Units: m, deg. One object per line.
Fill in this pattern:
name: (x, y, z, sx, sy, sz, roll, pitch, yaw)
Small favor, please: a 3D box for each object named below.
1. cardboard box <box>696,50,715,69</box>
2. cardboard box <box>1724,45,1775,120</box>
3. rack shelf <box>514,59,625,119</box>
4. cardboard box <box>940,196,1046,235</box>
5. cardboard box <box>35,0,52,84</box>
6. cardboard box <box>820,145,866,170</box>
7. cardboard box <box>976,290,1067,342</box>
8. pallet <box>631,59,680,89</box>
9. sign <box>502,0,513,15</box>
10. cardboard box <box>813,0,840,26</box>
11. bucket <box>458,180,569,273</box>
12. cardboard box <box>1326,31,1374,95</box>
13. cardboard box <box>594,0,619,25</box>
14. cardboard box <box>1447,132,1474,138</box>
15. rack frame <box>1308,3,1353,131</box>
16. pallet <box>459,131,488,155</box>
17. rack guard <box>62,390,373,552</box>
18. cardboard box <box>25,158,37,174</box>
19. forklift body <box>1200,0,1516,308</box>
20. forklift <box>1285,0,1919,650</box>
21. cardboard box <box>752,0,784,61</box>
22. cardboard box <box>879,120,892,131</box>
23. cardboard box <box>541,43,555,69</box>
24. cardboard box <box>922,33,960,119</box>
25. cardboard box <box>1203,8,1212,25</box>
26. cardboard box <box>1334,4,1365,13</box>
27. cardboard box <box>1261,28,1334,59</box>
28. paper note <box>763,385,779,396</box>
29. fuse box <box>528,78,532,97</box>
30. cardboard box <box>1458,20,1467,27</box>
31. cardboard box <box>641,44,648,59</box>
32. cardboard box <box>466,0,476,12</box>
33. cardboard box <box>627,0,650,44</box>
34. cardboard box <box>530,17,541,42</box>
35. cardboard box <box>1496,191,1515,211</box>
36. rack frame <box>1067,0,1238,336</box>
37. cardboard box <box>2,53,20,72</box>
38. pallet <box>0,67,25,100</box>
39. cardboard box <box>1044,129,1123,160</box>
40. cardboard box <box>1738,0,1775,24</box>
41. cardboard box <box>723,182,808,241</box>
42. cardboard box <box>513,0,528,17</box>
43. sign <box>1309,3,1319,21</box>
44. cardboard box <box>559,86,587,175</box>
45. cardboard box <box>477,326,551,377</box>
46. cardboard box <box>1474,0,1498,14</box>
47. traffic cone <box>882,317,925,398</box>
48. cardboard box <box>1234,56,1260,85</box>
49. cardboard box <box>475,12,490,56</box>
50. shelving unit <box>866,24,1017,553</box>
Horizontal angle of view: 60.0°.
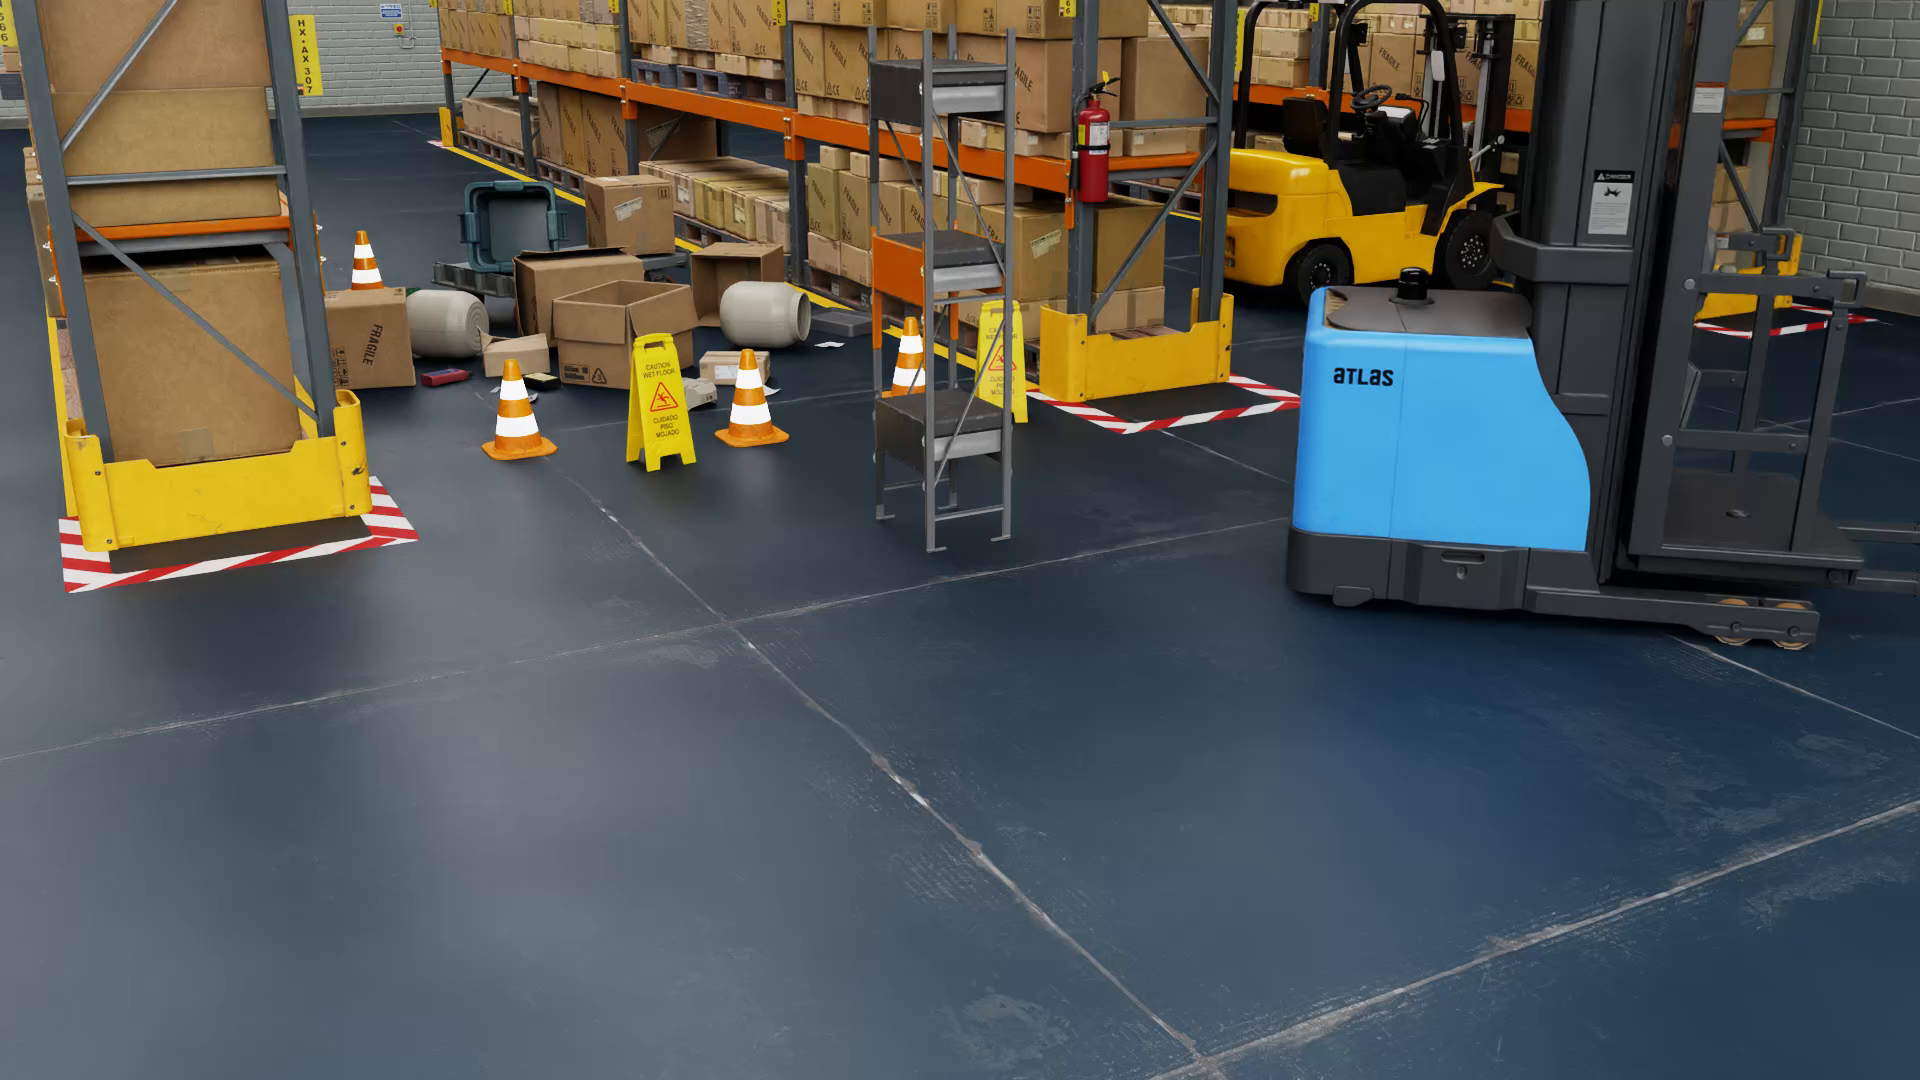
cardboard box: (-2.016, -4.085, 14.113, 0.380, 0.149, 0.250, -9, 21, -25)
cardboard box: (5.443, -3.305, 11.957, 0.500, 0.500, 0.500, -9, 21, -25)
rack shelf: (-3.681, -4.833, 17.641, 1.077, 0.370, 4.000, -10, 21, -27)
cardboard box: (0.207, -1.894, 10.445, 0.500, 0.500, 0.500, -9, 21, -25)
cardboard box: (-3.725, -2.344, 7.440, 0.875, 0.550, 0.550, -10, 21, -27)
cardboard box: (-0.783, -2.754, 11.941, 0.380, 0.149, 0.250, -10, 21, -26)
cardboard box: (0.435, -1.398, 10.156, 0.500, 0.250, 0.500, -10, 21, -27)
pallet: (-2.299, -4.320, 15.346, 1.213, 0.211, 1.003, -10, 21, -27)
sign: (-5.119, -6.107, 18.783, 0.100, 0.325, 0.005, -10, 21, -27)
cardboard box: (-0.591, -3.801, 11.406, 0.700, 0.500, 0.500, -10, 21, -26)
bucket: (-3.047, -2.144, 11.434, 0.726, 0.611, 0.620, -3, 9, -8)
cardboard box: (3.516, -4.100, 14.261, 0.500, 0.500, 0.500, -11, 22, -28)
cardboard box: (-3.207, -5.227, 15.994, 0.500, 0.500, 0.500, -11, 22, -28)
cardboard box: (4.192, -3.337, 14.243, 0.500, 0.250, 0.500, -10, 22, -27)
rack frame: (3.535, -4.220, 14.764, 1.000, 3.000, 0.127, -10, 21, -27)
pallet: (-6.082, -5.360, 22.340, 1.003, 0.211, 1.213, -10, 21, -27)
rack guard: (-3.229, -0.318, 7.286, 1.175, 0.500, 0.348, -10, 21, -27)
cardboard box: (-6.412, -2.499, 12.580, 1.050, 0.750, 0.750, -10, 21, -26)
forklift body: (2.928, -2.933, 12.333, 2.313, 2.155, 1.214, -10, 21, -27)
forklift: (2.828, -1.180, 6.059, 3.031, 2.935, 1.130, 4, 19, 12)
cardboard box: (-1.253, -3.934, 12.680, 0.500, 0.500, 0.500, -10, 22, -28)
cardboard box: (-0.366, -2.823, 11.099, 0.380, 0.149, 0.250, -10, 21, -26)
cardboard box: (-4.178, -5.211, 17.864, 0.500, 0.250, 0.500, -10, 21, -27)
cardboard box: (0.099, -2.892, 10.304, 0.500, 0.500, 0.500, -10, 21, -27)
cardboard box: (2.544, -5.000, 15.876, 0.380, 0.149, 0.250, -10, 21, -26)
cardboard box: (3.425, -4.577, 14.195, 0.380, 0.149, 0.250, -10, 21, -26)
cardboard box: (3.076, -4.487, 15.000, 0.500, 0.250, 0.500, -10, 22, -28)
paper note: (-1.133, -0.862, 9.582, 0.142, 0.019, 0.148, 16, 25, 39)
fuse box: (-7.311, -8.185, 28.228, 0.539, 1.711, 0.414, -10, 21, -27)
cardboard box: (4.037, -4.070, 13.181, 0.380, 0.149, 0.250, -11, 22, -28)
cardboard box: (-2.741, -4.556, 15.479, 0.380, 0.149, 0.250, -11, 22, -30)
cardboard box: (-5.813, -6.796, 20.543, 0.500, 0.500, 0.500, -10, 21, -26)
cardboard box: (-2.721, -4.820, 15.249, 0.500, 0.500, 0.500, -11, 22, -28)
cardboard box: (-4.398, -5.597, 18.217, 0.500, 0.250, 0.500, -10, 21, -26)
cardboard box: (4.435, -2.589, 12.841, 0.500, 0.250, 0.500, -11, 22, -28)
rack frame: (1.067, -2.302, 9.205, 1.000, 3.000, 0.127, -10, 21, -27)
cardboard box: (-7.679, -3.953, 13.731, 0.380, 0.149, 0.250, -10, 21, -26)
pallet: (-7.472, -3.900, 14.130, 1.213, 0.211, 1.003, -10, 21, -27)
cardboard box: (0.702, -2.258, 9.461, 0.380, 0.149, 0.250, -9, 21, -25)
cardboard box: (5.463, -3.696, 11.641, 0.380, 0.149, 0.250, -10, 22, -28)
cardboard box: (-1.428, -2.763, 13.924, 0.950, 0.372, 0.625, -9, 21, -23)
cardboard box: (-4.675, -6.096, 18.513, 0.500, 0.500, 0.500, -10, 21, -26)
sign: (3.062, -4.643, 14.336, 0.100, 0.325, 0.005, -10, 21, -27)
cardboard box: (-3.830, -4.517, 18.238, 0.875, 0.875, 0.875, -9, 21, -25)
cardboard box: (-2.703, -1.154, 10.069, 0.396, 0.266, 0.258, -6, 20, -17)
cardboard box: (4.240, -4.151, 12.959, 0.380, 0.149, 0.250, -10, 21, -26)
traffic cone: (-0.272, -1.027, 9.397, 0.336, 0.463, 0.334, -10, 21, -27)
cardboard box: (2.821, -4.397, 15.506, 0.500, 0.250, 0.500, -10, 21, -27)
cardboard box: (-5.577, -6.177, 20.280, 0.500, 0.500, 0.500, -10, 22, -27)
shelving unit: (-0.079, -1.040, 6.927, 0.431, 2.100, 0.503, -10, 21, -27)
